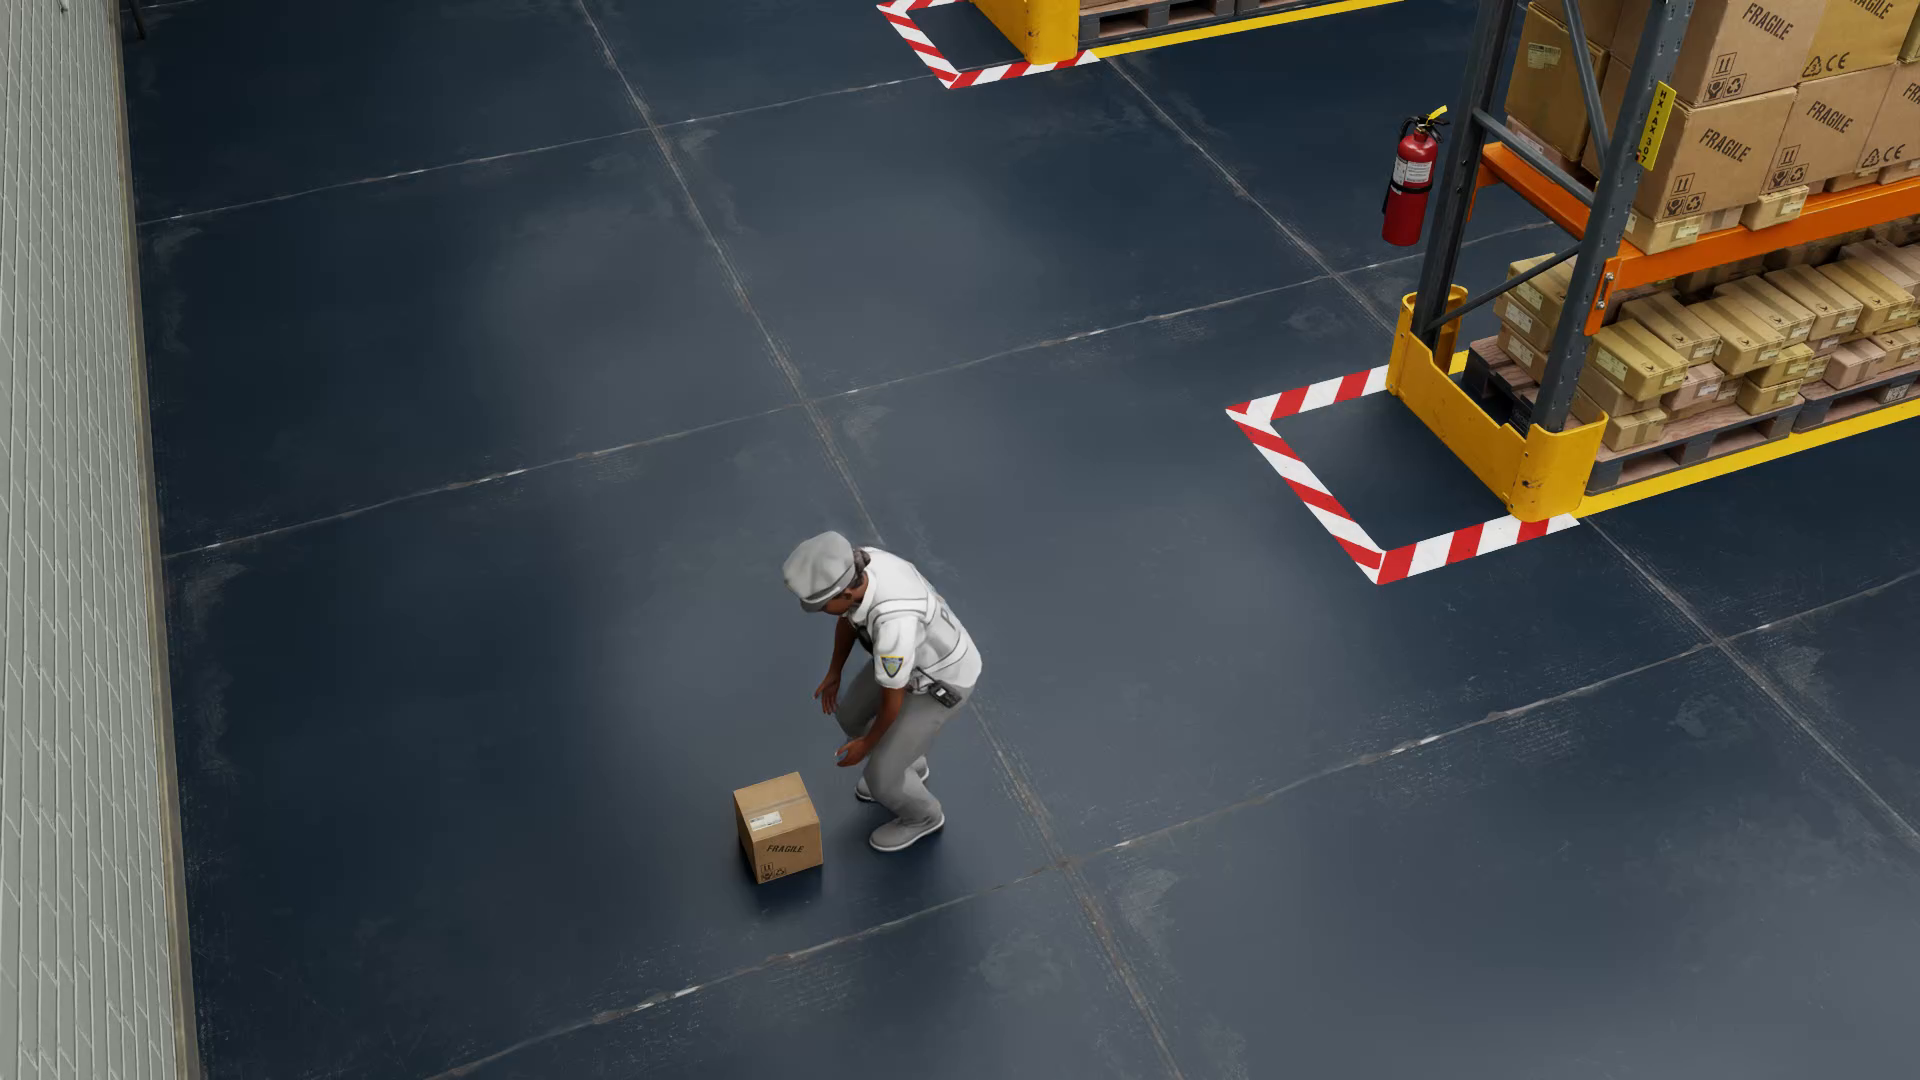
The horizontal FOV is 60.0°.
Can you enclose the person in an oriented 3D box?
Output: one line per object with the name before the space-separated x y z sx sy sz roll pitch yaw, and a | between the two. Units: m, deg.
person | -0.307 0.666 5.878 0.840 1.057 0.493 -16 44 -17
